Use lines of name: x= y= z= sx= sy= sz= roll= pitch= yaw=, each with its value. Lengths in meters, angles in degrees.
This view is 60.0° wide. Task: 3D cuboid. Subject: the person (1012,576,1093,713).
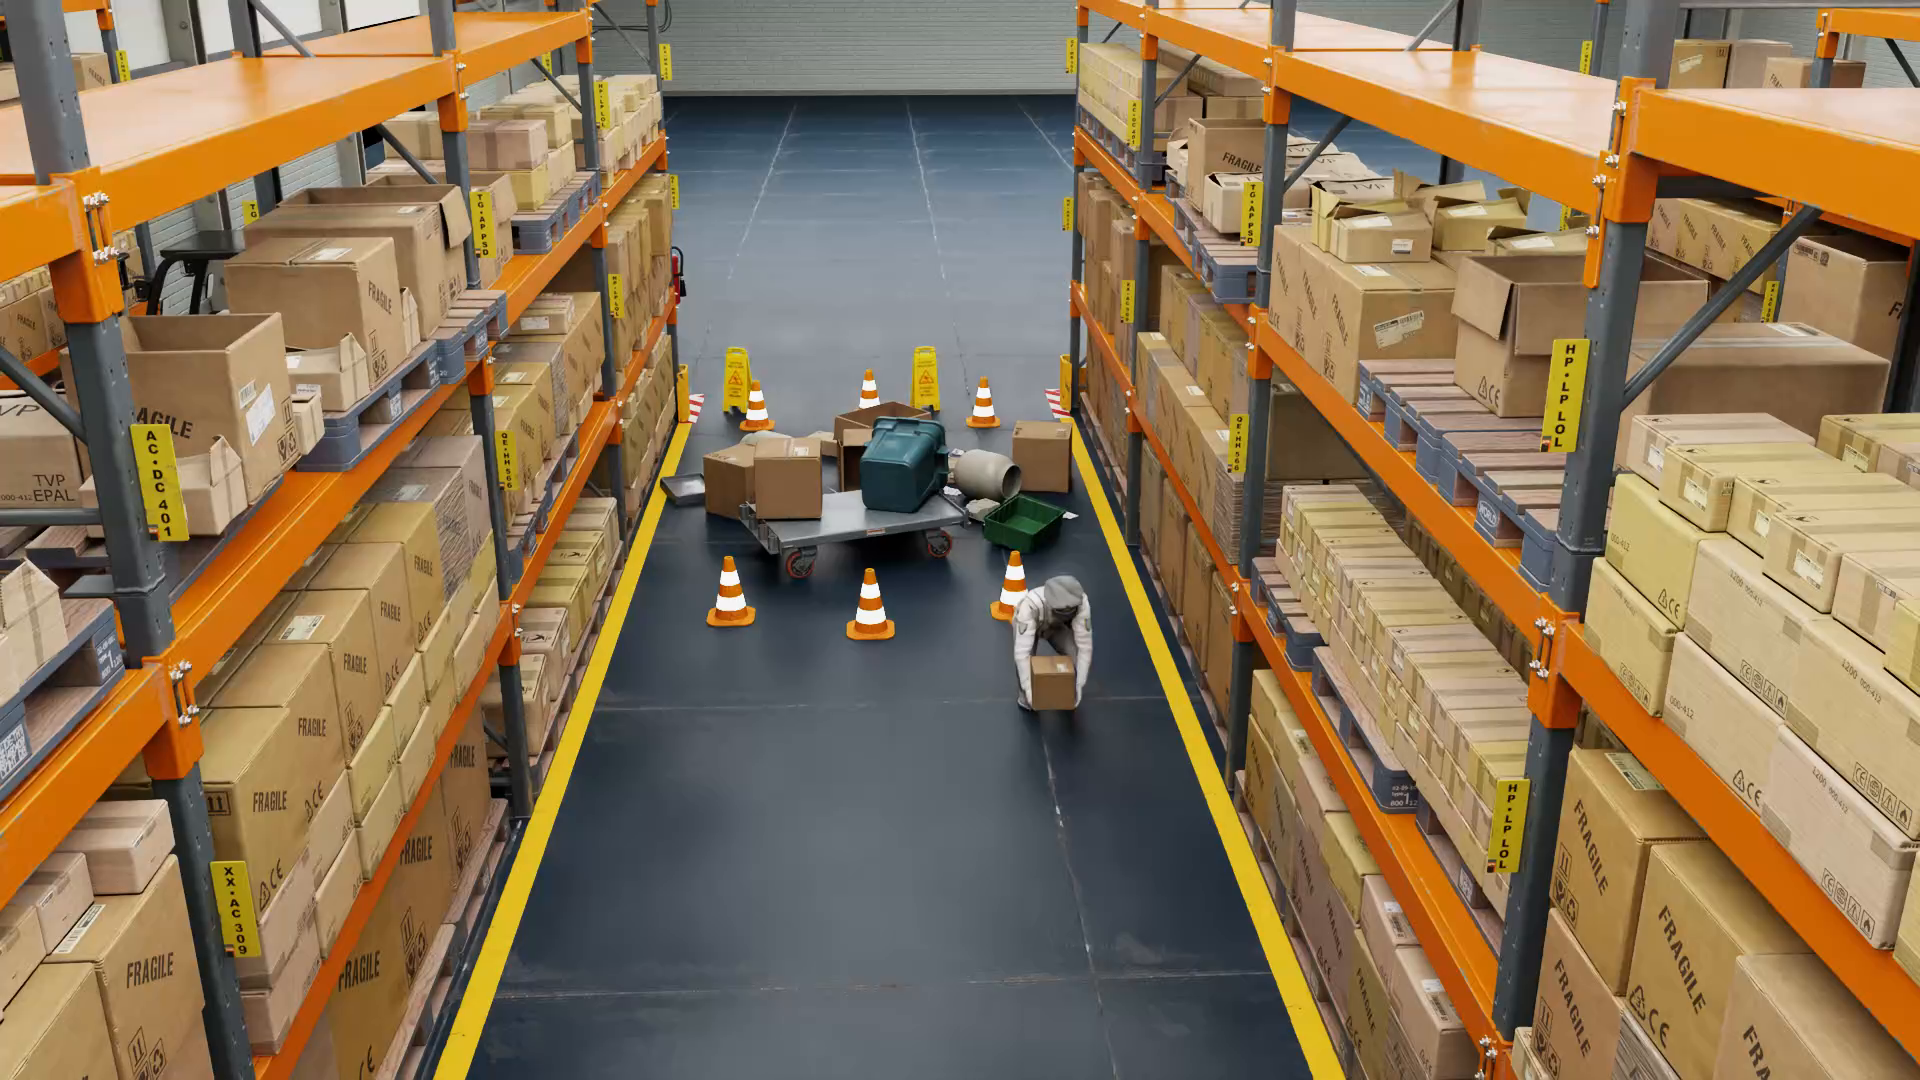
person: x=0.569 y=0.605 z=10.457 sx=0.488 sy=0.975 sz=0.820 roll=-1 pitch=21 yaw=-4
